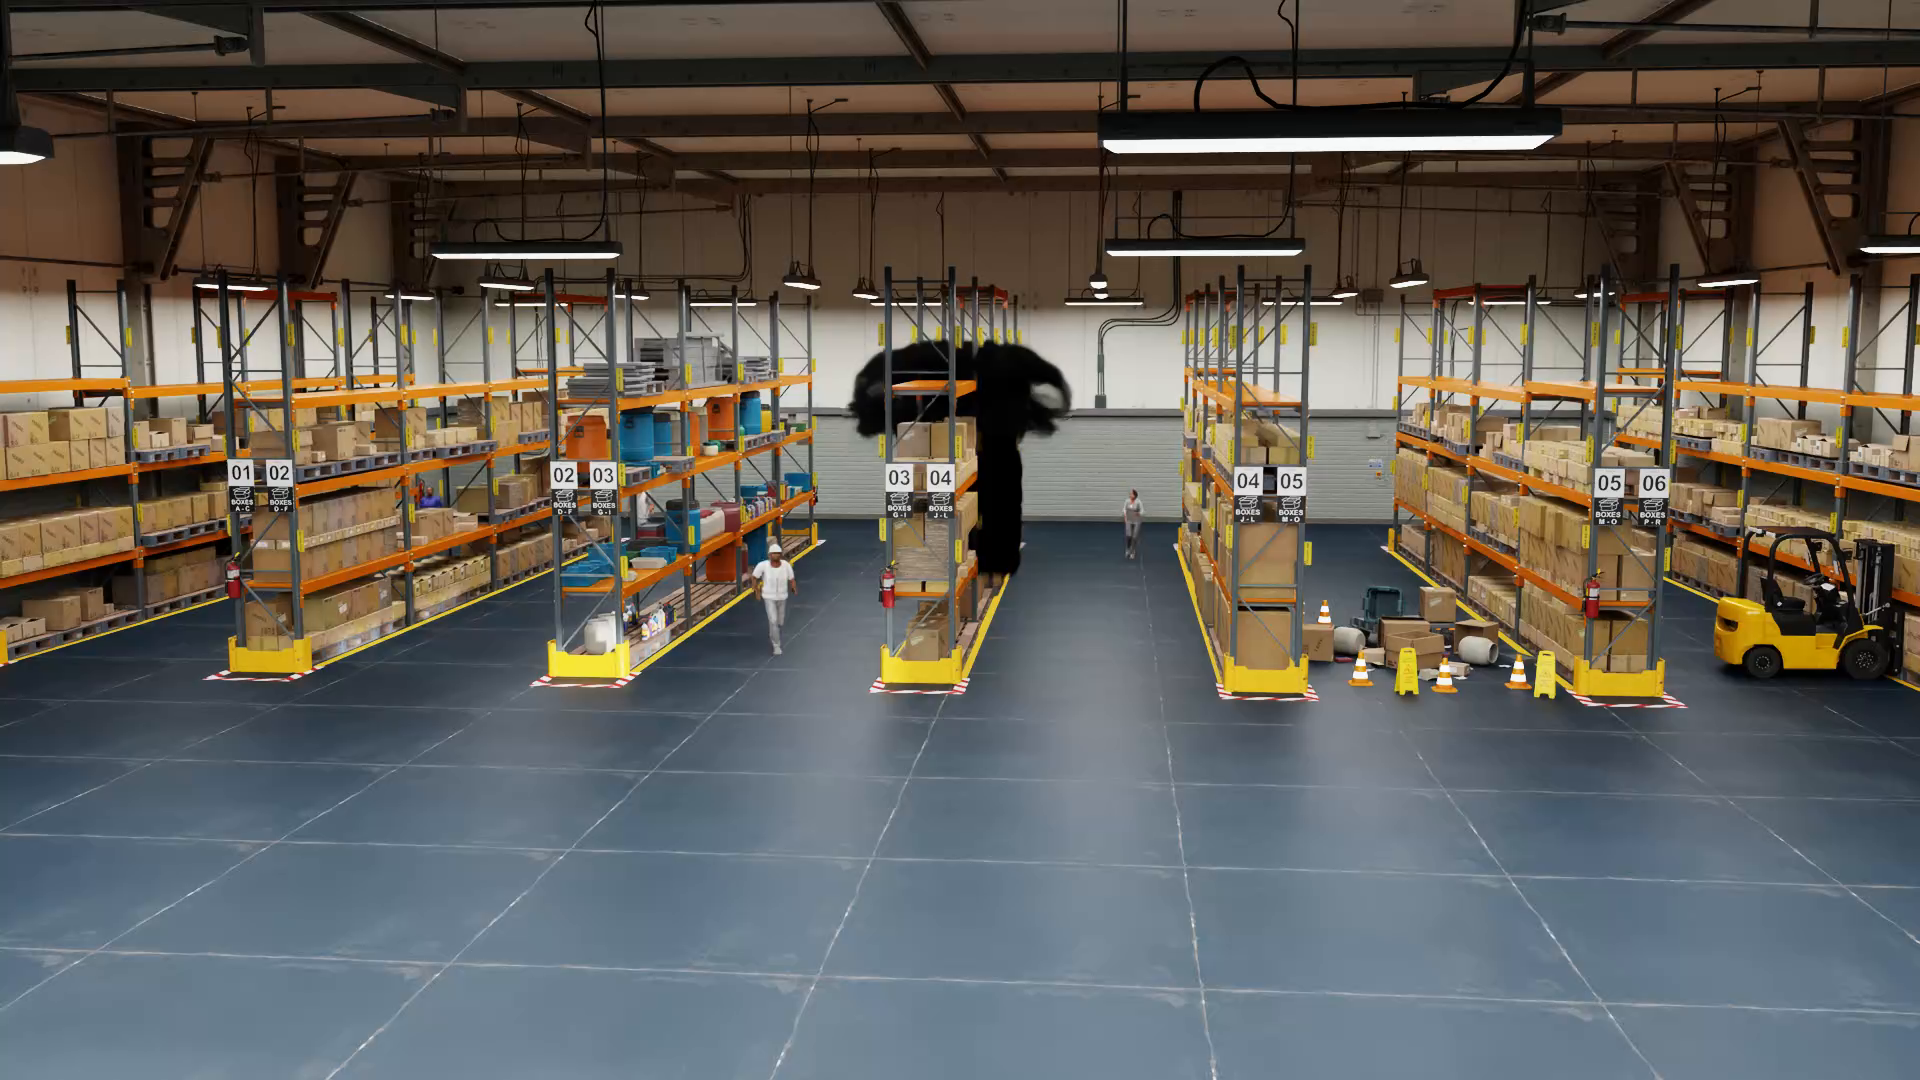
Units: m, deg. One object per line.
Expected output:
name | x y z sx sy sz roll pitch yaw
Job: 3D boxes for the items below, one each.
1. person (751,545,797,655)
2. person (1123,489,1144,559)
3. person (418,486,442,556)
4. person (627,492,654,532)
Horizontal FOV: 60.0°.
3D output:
person | -2.988 0.918 26.638 0.684 1.738 0.856 -3 7 -21
person | 3.922 -0.358 37.723 0.511 1.578 0.639 2 7 14
person | -12.210 -0.439 38.339 0.575 1.615 0.559 -1 7 -6
person | -7.335 -0.483 38.062 0.655 1.774 0.845 0 7 4
